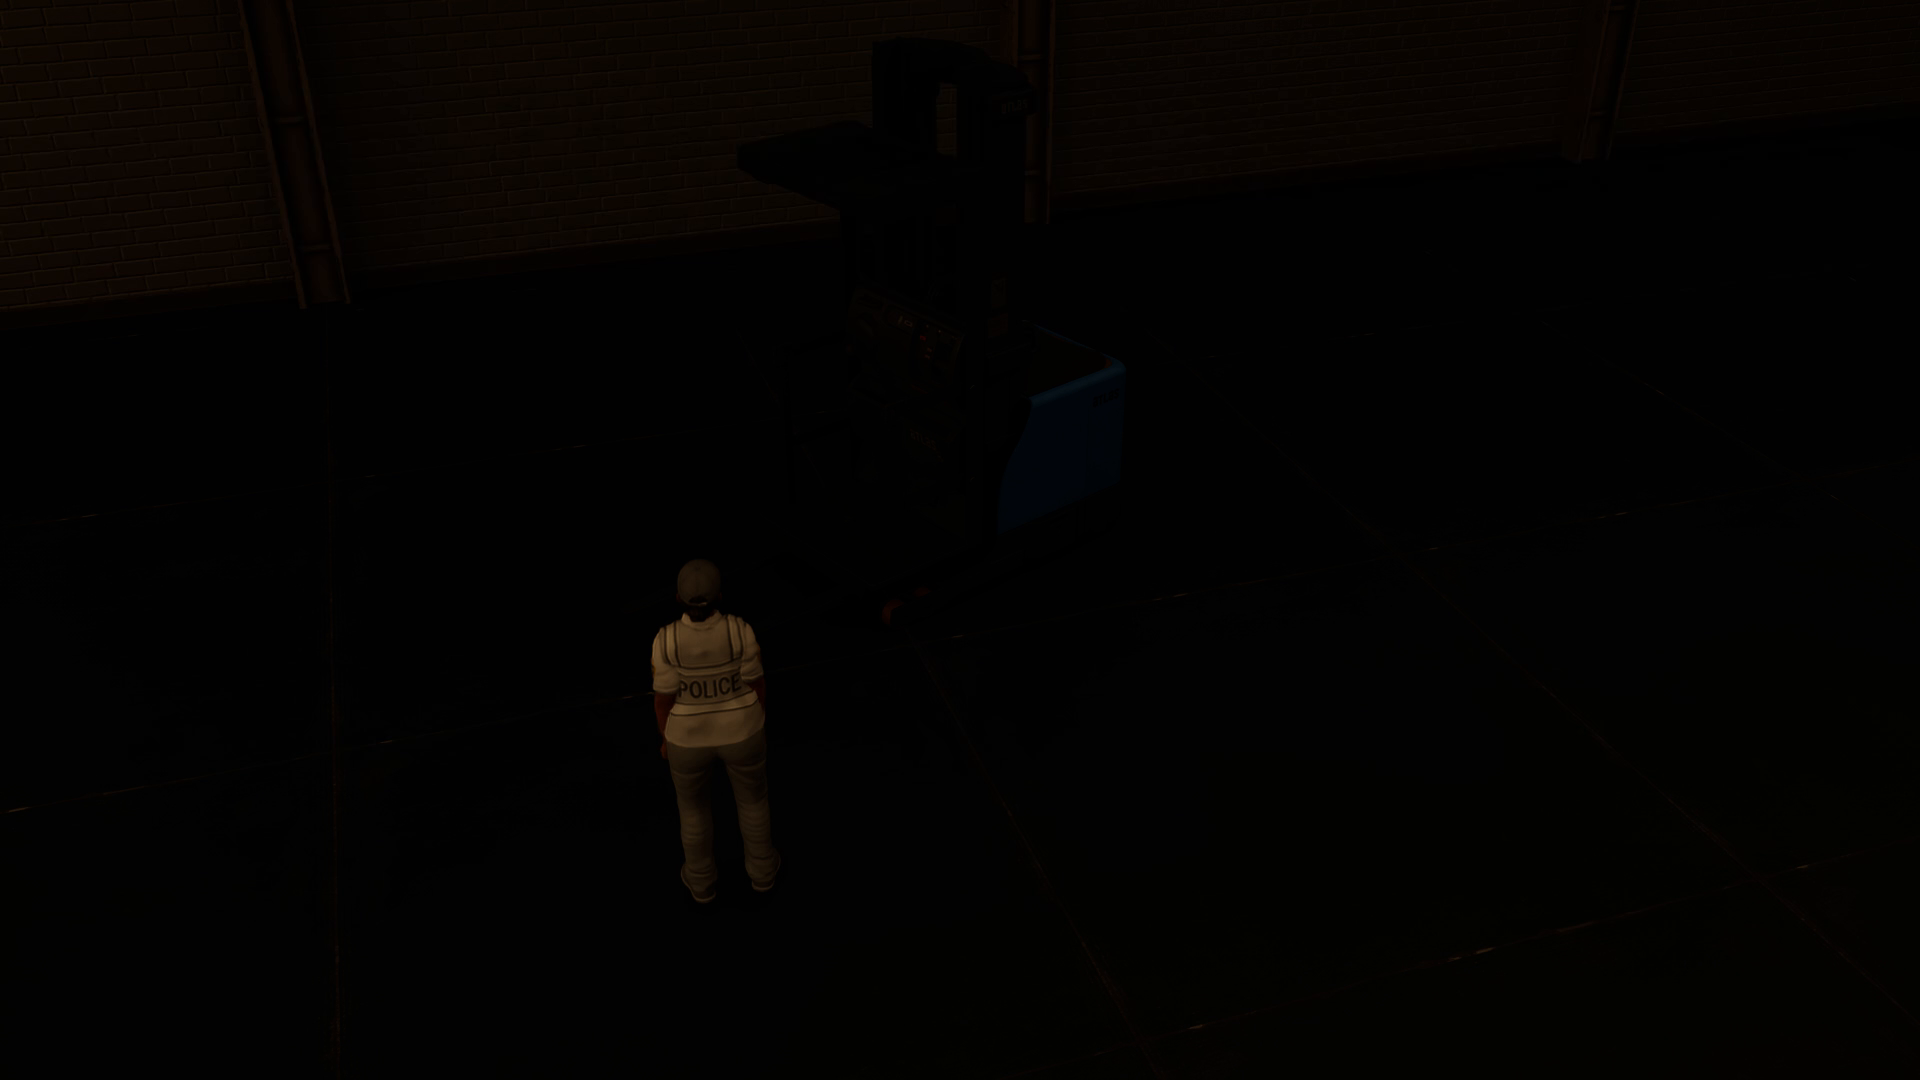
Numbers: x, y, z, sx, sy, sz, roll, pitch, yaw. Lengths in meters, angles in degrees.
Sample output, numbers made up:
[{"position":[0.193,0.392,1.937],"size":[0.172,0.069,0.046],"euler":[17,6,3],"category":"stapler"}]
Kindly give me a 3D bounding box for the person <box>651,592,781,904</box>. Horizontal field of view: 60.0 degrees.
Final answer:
[{"position":[-1.023,0.896,7.024],"size":[0.484,1.450,0.396],"euler":[-7,31,-12],"category":"person"}]

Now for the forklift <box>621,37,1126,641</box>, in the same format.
[{"position":[-0.461,-1.072,8.951],"size":[3.031,2.935,1.130],"euler":[-23,37,-34],"category":"forklift"}]
